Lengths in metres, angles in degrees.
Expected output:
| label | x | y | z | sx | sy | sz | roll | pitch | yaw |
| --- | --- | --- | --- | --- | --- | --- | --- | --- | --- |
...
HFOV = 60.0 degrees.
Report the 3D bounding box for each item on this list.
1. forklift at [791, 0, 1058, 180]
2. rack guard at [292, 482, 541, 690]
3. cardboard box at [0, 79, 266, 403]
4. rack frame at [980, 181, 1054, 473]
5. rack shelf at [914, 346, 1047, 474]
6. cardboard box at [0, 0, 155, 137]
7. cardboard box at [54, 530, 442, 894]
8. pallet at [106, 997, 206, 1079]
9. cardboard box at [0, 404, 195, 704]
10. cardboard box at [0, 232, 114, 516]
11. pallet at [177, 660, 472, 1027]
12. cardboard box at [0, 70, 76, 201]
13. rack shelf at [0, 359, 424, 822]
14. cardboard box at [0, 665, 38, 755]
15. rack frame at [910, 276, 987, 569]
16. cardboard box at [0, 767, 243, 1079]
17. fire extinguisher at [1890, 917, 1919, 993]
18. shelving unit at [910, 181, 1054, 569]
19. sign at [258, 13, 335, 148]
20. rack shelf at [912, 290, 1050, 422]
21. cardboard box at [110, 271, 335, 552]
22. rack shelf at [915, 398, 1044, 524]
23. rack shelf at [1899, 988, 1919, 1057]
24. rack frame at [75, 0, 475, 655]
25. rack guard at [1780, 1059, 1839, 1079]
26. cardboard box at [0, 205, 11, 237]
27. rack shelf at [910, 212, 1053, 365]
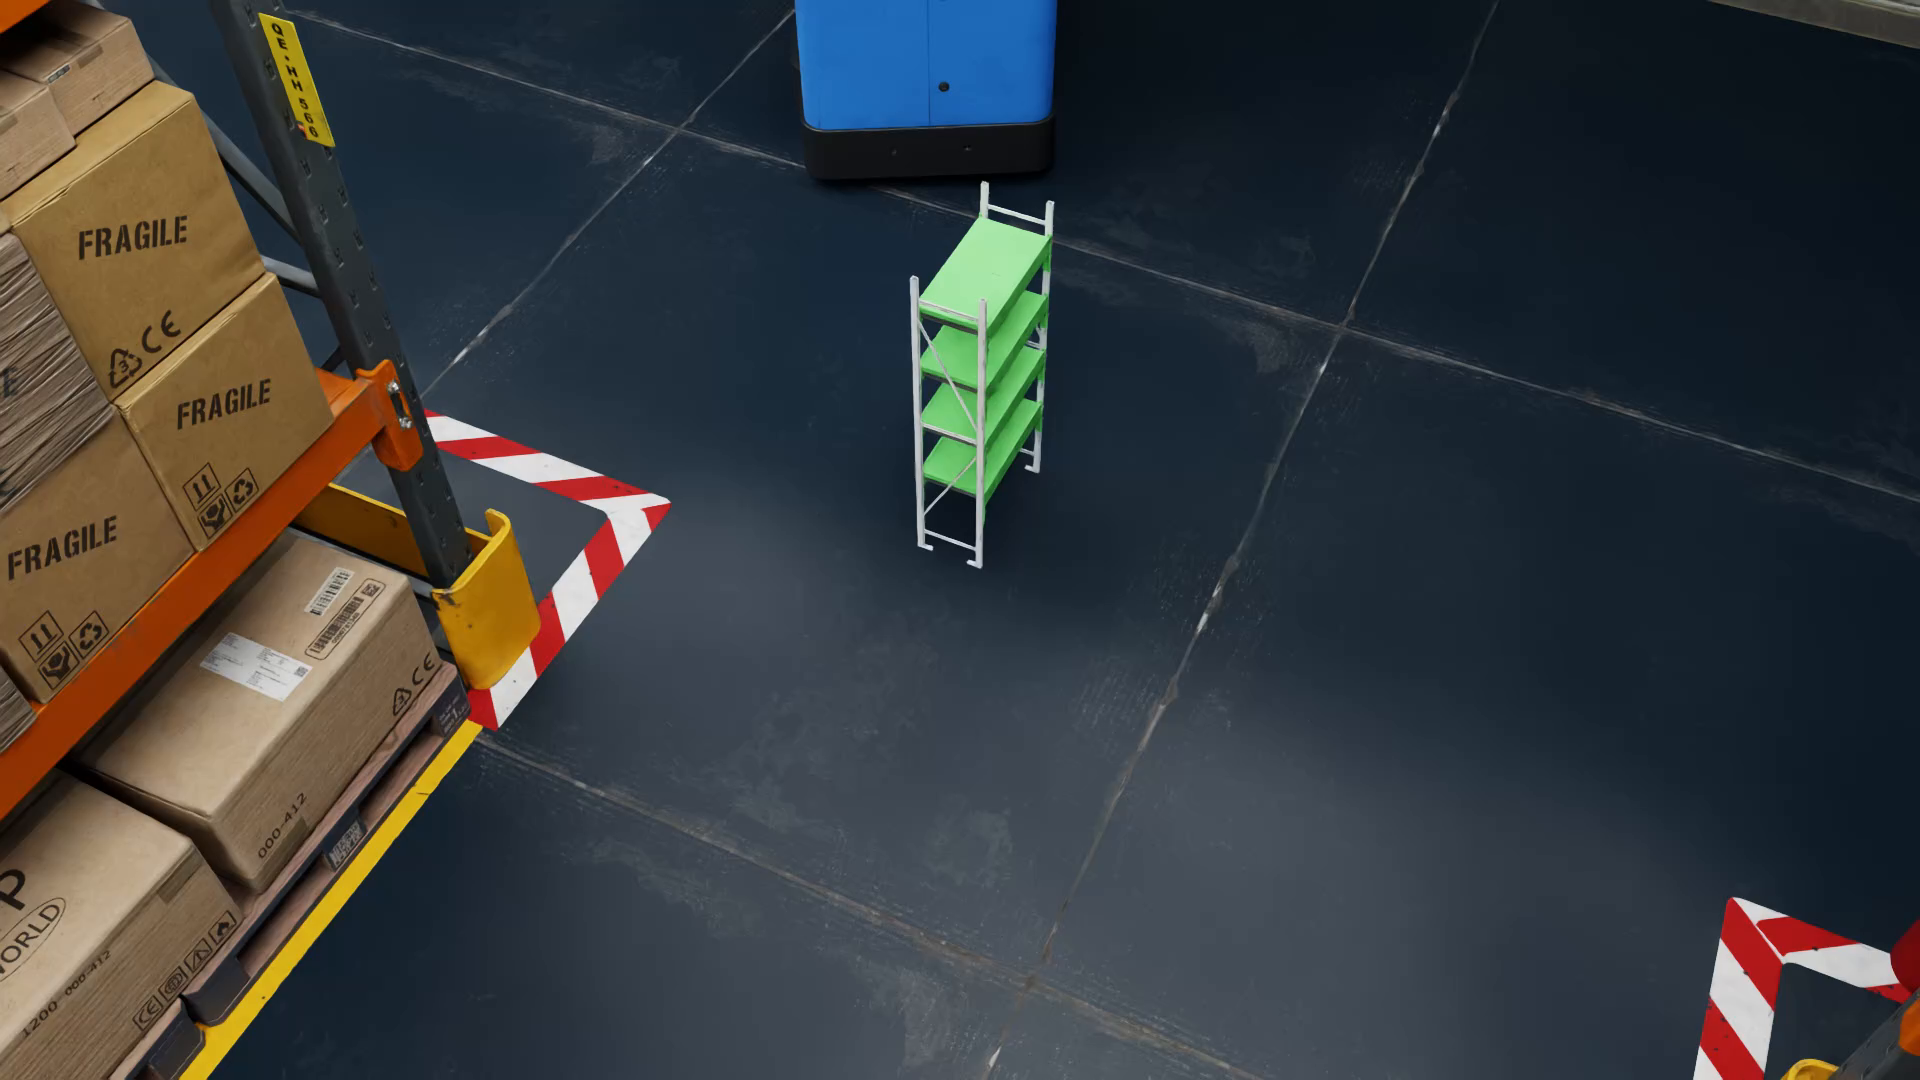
| label | x | y | z | sx | sy | sz | roll | pitch | yaw |
| --- | --- | --- | --- | --- | --- | --- | --- | --- | --- |
| forklift | -0.217 | -3.576 | 6.868 | 1.130 | 2.935 | 3.031 | -3 | 50 | -2 |
| rack guard | -1.967 | 0.028 | 5.398 | 1.175 | 0.500 | 0.348 | 20 | 52 | 16 |
| cardboard box | -1.968 | -0.712 | 3.664 | 0.500 | 0.500 | 0.500 | 21 | 53 | 17 |
| rack frame | 0.175 | -0.671 | 5.533 | 0.240 | 1.200 | 0.015 | 20 | 52 | 16 |
| rack shelf | 0.071 | -0.461 | 5.439 | 0.258 | 0.148 | 0.480 | 20 | 52 | 16 |
| cardboard box | -1.949 | -1.020 | 3.500 | 0.380 | 0.149 | 0.250 | 20 | 53 | 17 |
| cardboard box | -2.169 | 0.416 | 4.833 | 0.875 | 0.438 | 0.875 | 18 | 52 | 15 |
| pallet | -2.770 | 1.552 | 4.291 | 1.003 | 0.211 | 1.213 | 20 | 52 | 16 |
| cardboard box | -2.172 | -0.039 | 3.748 | 0.500 | 0.500 | 0.500 | 19 | 52 | 15 |
| cardboard box | -2.165 | -0.343 | 3.350 | 0.500 | 0.500 | 0.500 | 20 | 52 | 16 |
| pallet | -2.248 | 0.715 | 5.003 | 1.003 | 0.211 | 1.213 | 20 | 52 | 16 |
| cardboard box | -2.036 | -0.837 | 3.345 | 0.380 | 0.149 | 0.250 | 21 | 53 | 17 |
| rack shelf | -2.832 | 0.845 | 3.534 | 1.077 | 0.370 | 4.000 | 20 | 52 | 16 |
| cardboard box | -2.383 | 0.319 | 3.444 | 0.500 | 0.500 | 0.500 | 21 | 53 | 17 |
| rack frame | -0.034 | -0.335 | 5.247 | 0.240 | 1.200 | 0.015 | 20 | 52 | 16 |
| cardboard box | -2.552 | 1.049 | 4.294 | 0.875 | 0.438 | 0.875 | 21 | 53 | 17 |
| fire extinguisher | 2.157 | 0.742 | 3.445 | 0.296 | 0.674 | 0.183 | 20 | 52 | 16 |
| shelving unit | 0.071 | -0.503 | 5.390 | 0.258 | 1.200 | 0.503 | 20 | 52 | 16 |
| sign | -1.492 | -1.031 | 3.742 | 0.100 | 0.325 | 0.005 | 20 | 52 | 16 |
| rack shelf | 0.071 | -0.617 | 5.256 | 0.258 | 0.148 | 0.480 | 20 | 52 | 16 |
| cardboard box | -1.944 | -0.379 | 4.038 | 0.500 | 0.500 | 0.500 | 20 | 53 | 16 |
| rack shelf | 0.071 | -0.306 | 5.621 | 0.258 | 0.148 | 0.480 | 20 | 52 | 16 |
| rack shelf | 1.658 | 2.458 | 2.162 | 1.077 | 0.370 | 4.000 | 20 | 52 | 16 |
| rack frame | -1.977 | -0.765 | 4.432 | 1.000 | 3.000 | 0.127 | 20 | 52 | 16 |
| rack guard | 2.480 | 1.710 | 3.967 | 1.175 | 0.500 | 0.348 | 20 | 52 | 16 |
| cardboard box | -2.070 | -0.632 | 3.170 | 0.380 | 0.149 | 0.250 | 19 | 52 | 16 |
| rack shelf | 0.071 | -0.772 | 5.073 | 0.258 | 0.148 | 0.480 | 20 | 52 | 16 |
